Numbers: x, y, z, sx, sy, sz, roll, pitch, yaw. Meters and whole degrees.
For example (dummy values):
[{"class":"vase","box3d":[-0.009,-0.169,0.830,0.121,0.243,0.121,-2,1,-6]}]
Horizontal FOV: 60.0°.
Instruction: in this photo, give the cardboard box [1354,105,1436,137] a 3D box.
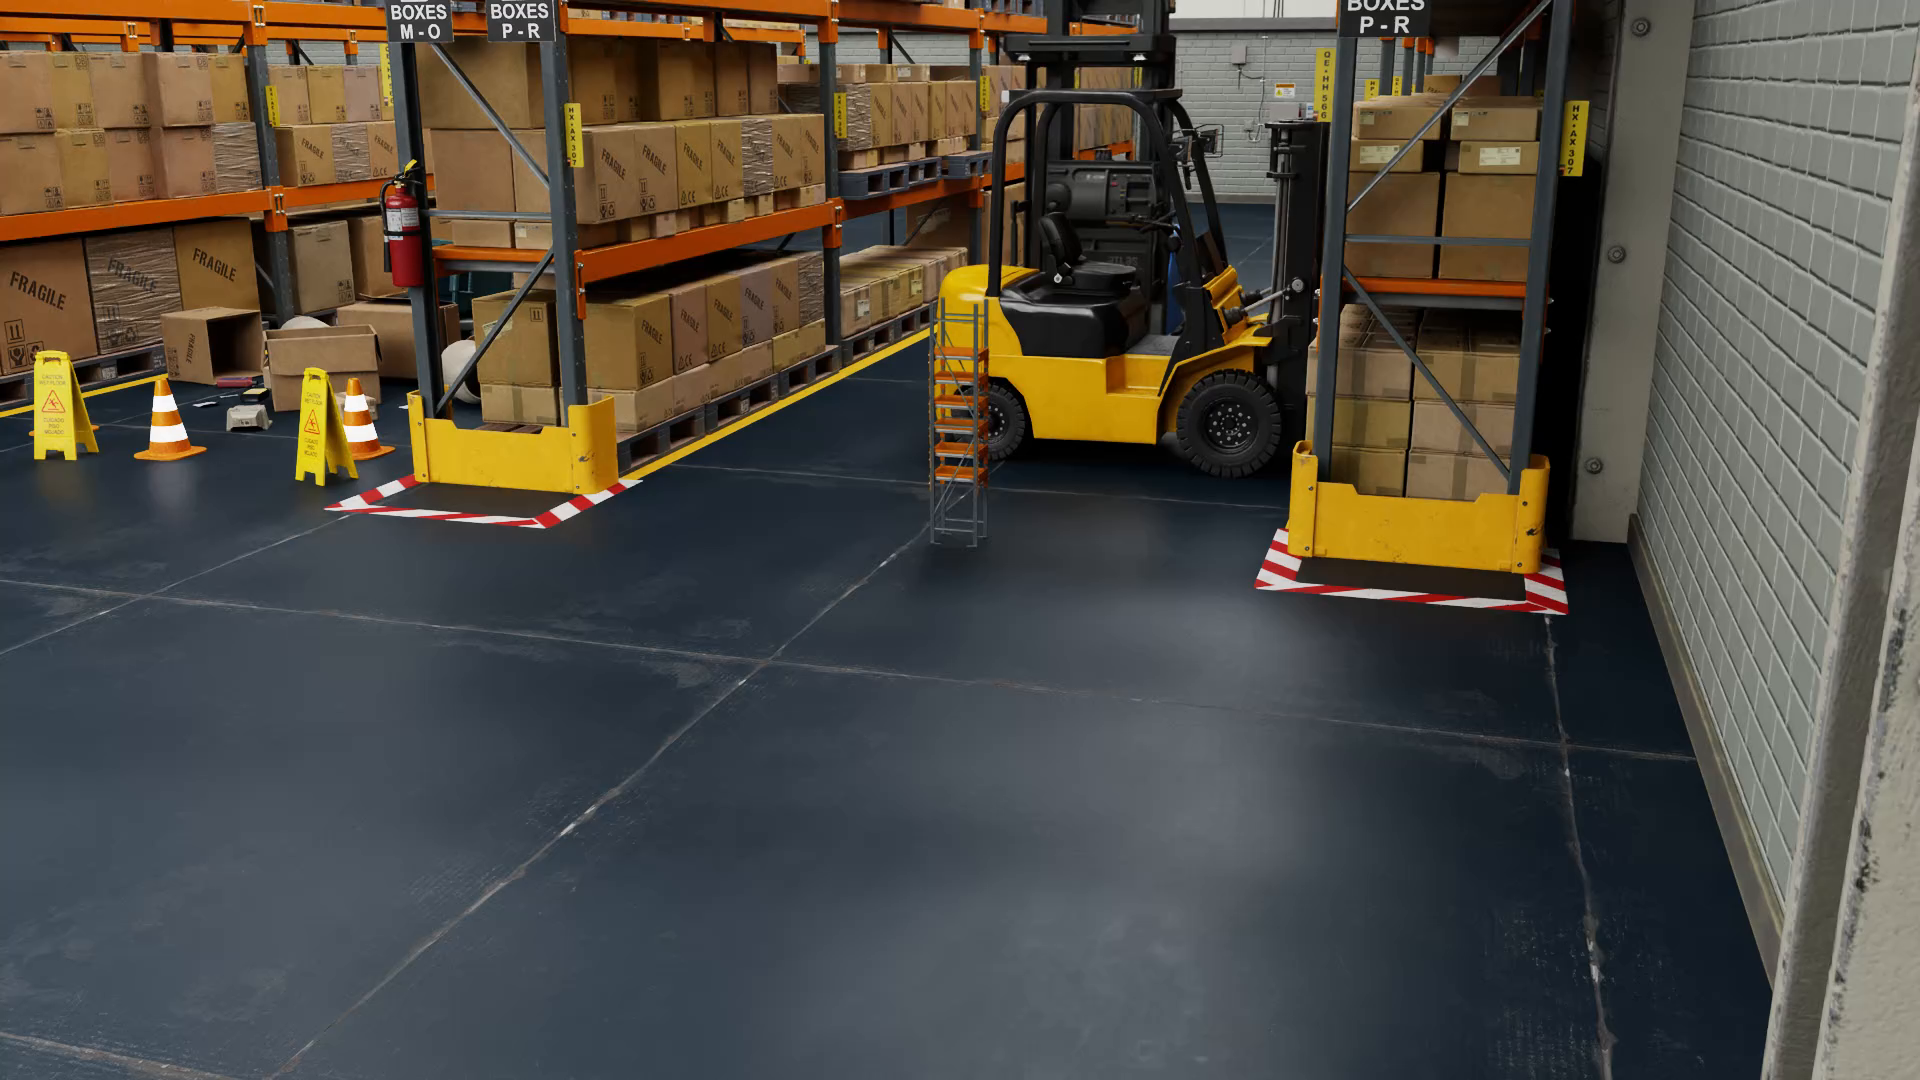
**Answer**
[{"class":"cardboard box","box3d":[2.140,-2.057,8.167,0.380,0.149,0.250,5,16,16]}]

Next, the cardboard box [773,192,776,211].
[{"class":"cardboard box","box3d":[-1.520,-2.386,11.706,0.380,0.149,0.250,4,16,15]}]

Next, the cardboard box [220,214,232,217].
[{"class":"cardboard box","box3d":[-9.572,-3.981,19.991,1.225,0.875,0.875,4,16,13]}]

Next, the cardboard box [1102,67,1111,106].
[{"class":"cardboard box","box3d":[1.669,-5.932,21.729,0.500,0.500,0.500,5,16,15]}]

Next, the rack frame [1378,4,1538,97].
[{"class":"rack frame","box3d":[3.337,-2.423,11.375,1.000,3.000,0.127,5,16,16]}]

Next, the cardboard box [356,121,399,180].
[{"class":"cardboard box","box3d":[-5.503,-3.592,15.313,0.500,0.500,0.500,5,16,16]}]

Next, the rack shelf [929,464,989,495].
[{"class":"rack shelf","box3d":[-0.004,-0.300,8.230,0.258,0.103,0.180,5,16,16]}]

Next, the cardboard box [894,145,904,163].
[{"class":"cardboard box","box3d":[-0.691,-3.282,14.093,0.380,0.149,0.250,5,17,16]}]

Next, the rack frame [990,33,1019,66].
[{"class":"rack frame","box3d":[0.850,-4.900,20.108,1.000,3.000,0.127,5,16,16]}]

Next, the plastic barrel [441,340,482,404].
[{"class":"plastic barrel","box3d":[-3.425,-1.179,11.710,0.421,0.421,0.512,-10,19,-32]}]

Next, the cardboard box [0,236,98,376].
[{"class":"cardboard box","box3d":[-6.957,-1.711,11.988,0.875,0.875,0.875,4,16,15]}]

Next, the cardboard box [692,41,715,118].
[{"class":"cardboard box","box3d":[-2.091,-3.120,11.271,0.700,0.500,0.500,4,16,15]}]

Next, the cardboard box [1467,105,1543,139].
[{"class":"cardboard box","box3d":[2.636,-2.016,8.023,0.380,0.149,0.250,5,17,18]}]

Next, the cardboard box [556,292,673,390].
[{"class":"cardboard box","box3d":[-2.059,-1.196,9.945,0.500,0.500,0.500,4,16,14]}]

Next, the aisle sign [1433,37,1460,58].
[{"class":"aisle sign","box3d":[6.485,-6.854,22.232,0.394,0.787,0.004,5,16,16]}]

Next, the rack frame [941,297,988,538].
[{"class":"rack frame","box3d":[0.022,-0.597,8.237,0.240,1.200,0.006,5,16,16]}]

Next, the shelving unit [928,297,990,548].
[{"class":"shelving unit","box3d":[-0.004,-0.573,8.152,0.258,1.200,0.189,5,16,16]}]

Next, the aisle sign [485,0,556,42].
[{"class":"aisle sign","box3d":[-2.280,-2.971,8.543,0.394,0.787,0.004,5,16,16]}]

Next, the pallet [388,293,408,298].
[{"class":"pallet","box3d":[-5.706,-2.351,16.231,1.003,0.211,1.213,5,16,16]}]

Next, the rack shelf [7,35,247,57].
[{"class":"rack shelf","box3d":[-12.832,-7.673,25.705,1.077,0.370,4.000,5,16,16]}]

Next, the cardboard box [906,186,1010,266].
[{"class":"cardboard box","box3d":[-0.011,-3.208,17.265,0.875,0.875,0.875,4,16,15]}]

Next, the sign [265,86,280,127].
[{"class":"sign","box3d":[-5.665,-3.576,13.710,0.100,0.325,0.005,5,16,16]}]

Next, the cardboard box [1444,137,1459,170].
[{"class":"cardboard box","box3d":[2.554,-1.875,8.071,0.380,0.149,0.250,5,16,16]}]

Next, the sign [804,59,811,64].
[{"class":"sign","box3d":[-2.261,-6.965,24.686,0.100,0.325,0.005,5,16,16]}]

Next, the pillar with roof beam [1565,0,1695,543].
[{"class":"pillar with roof beam","box3d":[-0.865,-4.709,8.440,9.100,9.000,0.400,5,16,16]}]

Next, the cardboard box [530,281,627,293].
[{"class":"cardboard box","box3d":[-2.437,-1.367,10.548,0.500,0.500,0.500,5,17,18]}]

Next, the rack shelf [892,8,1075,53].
[{"class":"rack shelf","box3d":[0.282,-5.474,17.952,1.077,0.370,4.000,5,16,16]}]

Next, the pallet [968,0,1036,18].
[{"class":"pallet","box3d":[0.161,-5.671,17.676,1.003,0.211,1.213,5,17,18]}]

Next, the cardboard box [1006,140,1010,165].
[{"class":"cardboard box","box3d":[0.223,-4.026,17.300,0.500,0.250,0.500,4,16,14]}]

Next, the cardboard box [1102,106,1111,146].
[{"class":"cardboard box","box3d":[1.675,-5.446,21.851,0.500,0.500,0.500,5,17,18]}]

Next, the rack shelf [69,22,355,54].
[{"class":"rack shelf","box3d":[-9.220,-6.242,20.661,1.077,0.370,4.000,5,16,16]}]

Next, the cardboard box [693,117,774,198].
[{"class":"cardboard box","box3d":[-1.594,-2.591,11.240,0.500,0.500,0.500,5,17,17]}]

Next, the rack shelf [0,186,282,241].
[{"class":"rack shelf","box3d":[-6.766,-2.295,12.242,1.077,0.370,4.000,5,16,16]}]

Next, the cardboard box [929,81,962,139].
[{"class":"cardboard box","box3d":[-0.286,-3.970,15.332,0.500,0.500,0.500,4,16,15]}]

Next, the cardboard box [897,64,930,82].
[{"class":"cardboard box","box3d":[-0.481,-4.109,14.632,0.380,0.149,0.250,4,16,13]}]

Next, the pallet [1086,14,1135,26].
[{"class":"pallet","box3d":[1.786,-7.152,22.713,1.003,0.211,1.213,5,16,16]}]

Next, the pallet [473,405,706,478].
[{"class":"pallet","box3d":[-2.274,-0.649,10.230,1.003,0.211,1.213,5,16,16]}]

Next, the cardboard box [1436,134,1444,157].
[{"class":"cardboard box","box3d":[2.528,-2.245,9.376,0.380,0.149,0.250,5,16,16]}]

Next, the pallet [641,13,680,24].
[{"class":"pallet","box3d":[-4.202,-6.457,20.444,1.213,0.211,1.003,5,16,16]}]

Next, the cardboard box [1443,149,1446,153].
[{"class":"cardboard box","box3d":[2.685,-2.105,10.071,0.500,0.500,0.500,4,16,15]}]

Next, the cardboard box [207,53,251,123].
[{"class":"cardboard box","box3d":[-6.336,-3.662,13.490,0.875,0.550,0.550,5,16,16]}]

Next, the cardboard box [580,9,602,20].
[{"class":"cardboard box","box3d":[-4.371,-6.093,18.635,0.500,0.500,0.500,5,16,16]}]

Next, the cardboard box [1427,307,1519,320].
[{"class":"cardboard box","box3d":[2.961,-1.242,9.650,0.500,0.250,0.500,4,16,15]}]

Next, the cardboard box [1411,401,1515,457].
[{"class":"cardboard box","box3d":[2.533,-0.603,8.312,0.500,0.250,0.500,5,17,17]}]

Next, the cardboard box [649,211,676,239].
[{"class":"cardboard box","box3d":[-1.938,-1.906,10.011,0.380,0.149,0.250,5,17,17]}]

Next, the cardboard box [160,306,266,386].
[{"class":"cardboard box","box3d":[-5.655,-1.477,12.617,0.500,0.500,0.500,8,18,25]}]

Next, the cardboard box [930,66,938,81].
[{"class":"cardboard box","box3d":[-0.390,-4.538,16.817,0.500,0.500,0.500,4,16,14]}]

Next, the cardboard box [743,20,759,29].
[{"class":"cardboard box","box3d":[-3.087,-7.132,22.755,0.500,0.250,0.500,5,17,18]}]

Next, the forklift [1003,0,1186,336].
[{"class":"forklift","box3d":[0.939,-2.567,12.007,1.130,2.935,3.031,5,16,16]}]

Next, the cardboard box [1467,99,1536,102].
[{"class":"cardboard box","box3d":[3.141,-2.487,9.683,0.380,0.149,0.250,4,16,15]}]

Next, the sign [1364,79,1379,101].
[{"class":"sign","box3d":[2.814,-2.982,11.367,0.100,0.325,0.005,5,16,16]}]

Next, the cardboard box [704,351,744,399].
[{"class":"cardboard box","box3d":[-1.770,-1.106,11.001,0.500,0.250,0.500,6,17,20]}]
